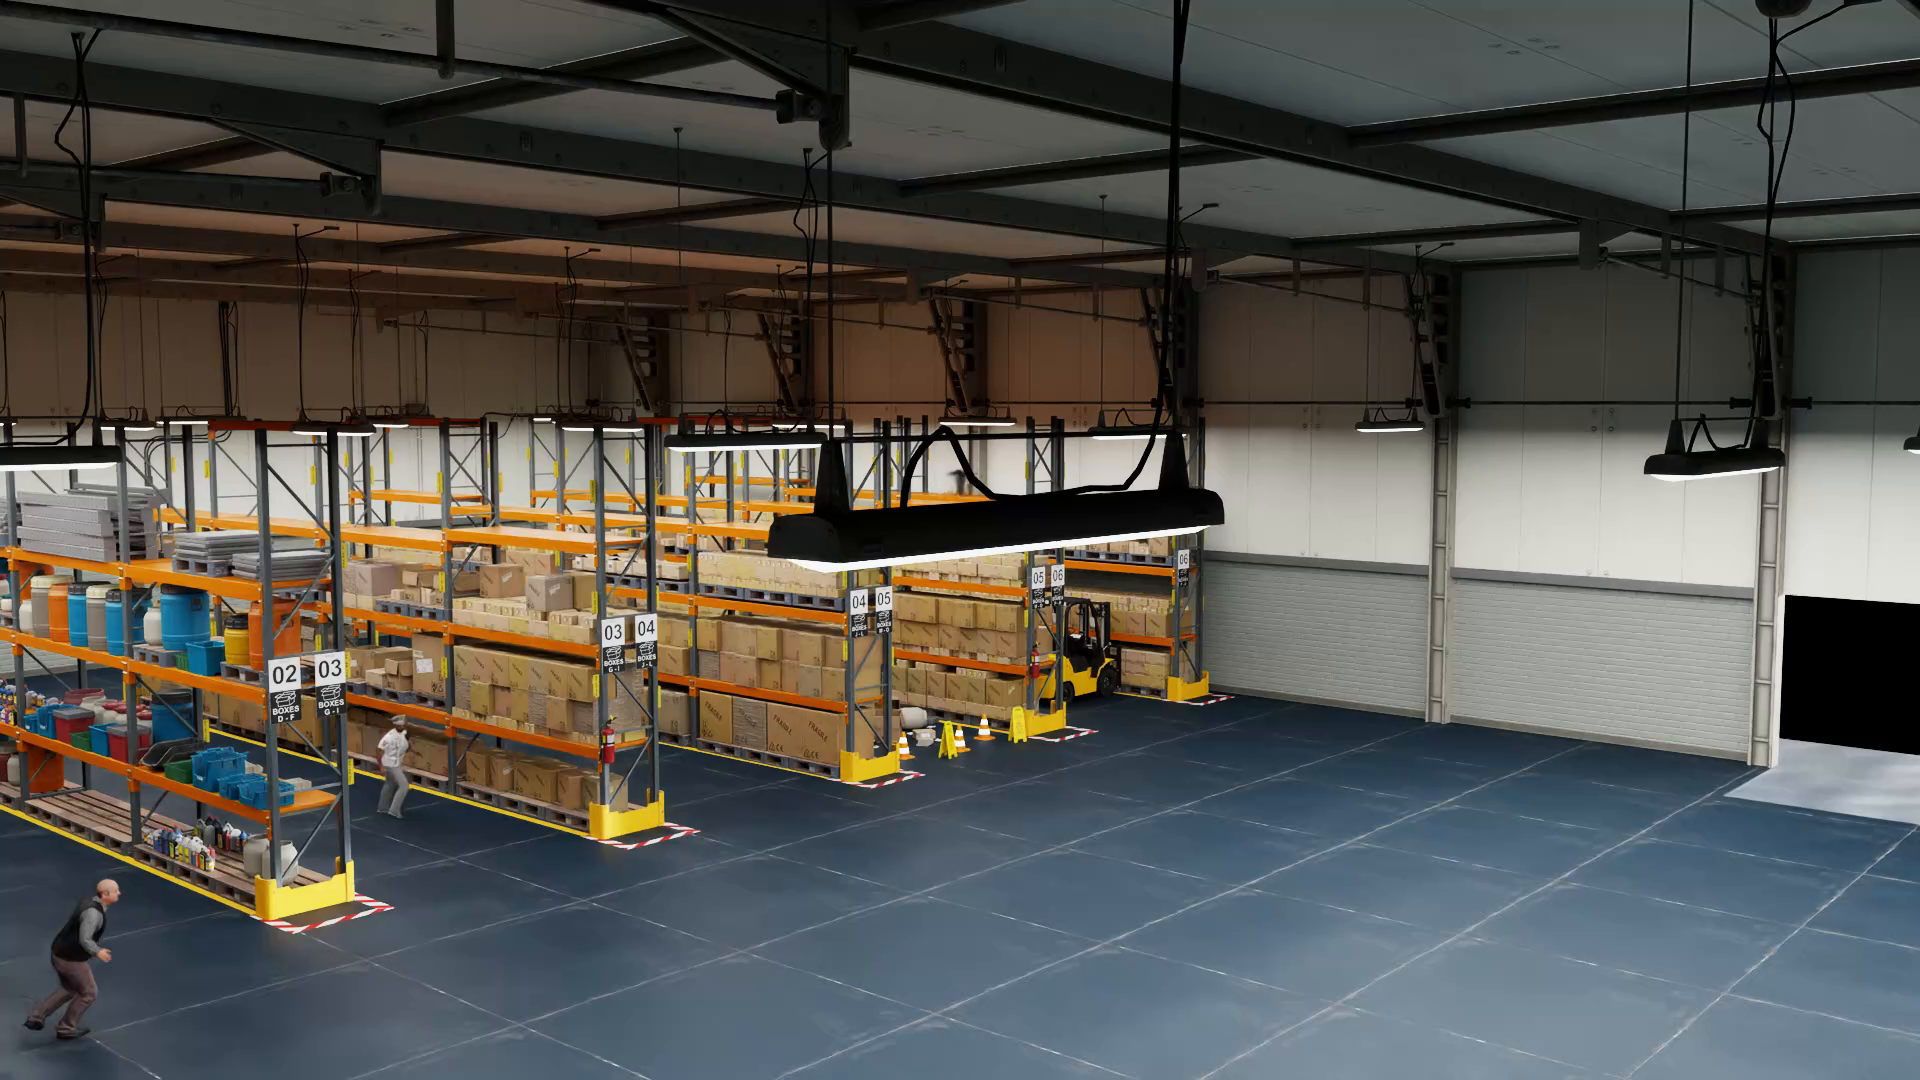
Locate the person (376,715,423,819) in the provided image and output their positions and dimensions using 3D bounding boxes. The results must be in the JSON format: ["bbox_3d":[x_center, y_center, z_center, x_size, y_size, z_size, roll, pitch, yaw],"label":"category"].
[{"bbox_3d":[-8.583,3.454,25.406,0.770,1.631,0.595,0,5,-2],"label":"person"}]

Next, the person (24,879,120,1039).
[{"bbox_3d":[-8.828,4.177,16.538,0.874,1.558,0.644,-3,6,-36],"label":"person"}]
